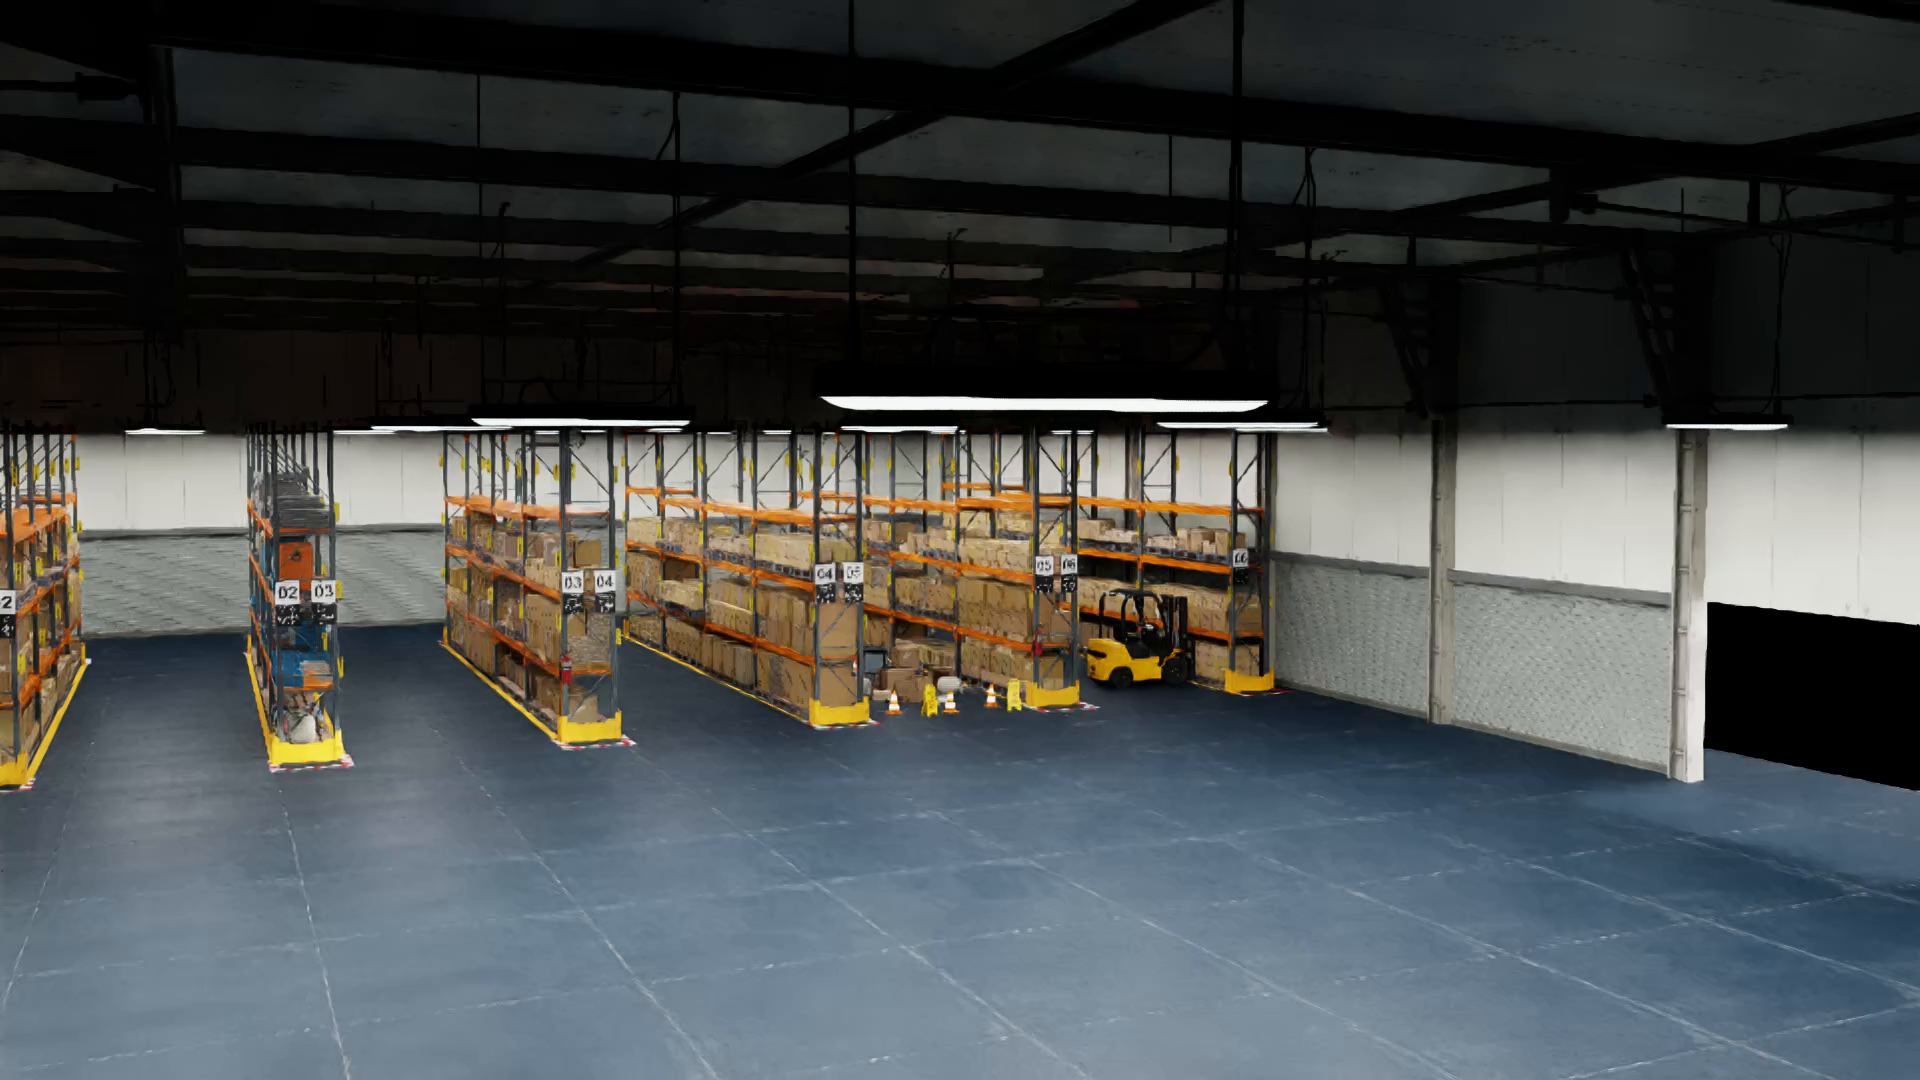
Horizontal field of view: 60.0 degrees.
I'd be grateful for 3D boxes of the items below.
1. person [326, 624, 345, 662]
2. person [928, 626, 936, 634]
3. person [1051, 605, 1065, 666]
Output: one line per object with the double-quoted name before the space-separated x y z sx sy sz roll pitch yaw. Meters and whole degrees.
"person" -15.865 2.259 41.533 0.698 1.719 0.792 -4 5 -45
"person" -0.999 1.816 48.032 0.588 1.782 0.666 0 4 -4
"person" 2.320 2.378 40.713 0.511 1.585 0.494 0 4 5
